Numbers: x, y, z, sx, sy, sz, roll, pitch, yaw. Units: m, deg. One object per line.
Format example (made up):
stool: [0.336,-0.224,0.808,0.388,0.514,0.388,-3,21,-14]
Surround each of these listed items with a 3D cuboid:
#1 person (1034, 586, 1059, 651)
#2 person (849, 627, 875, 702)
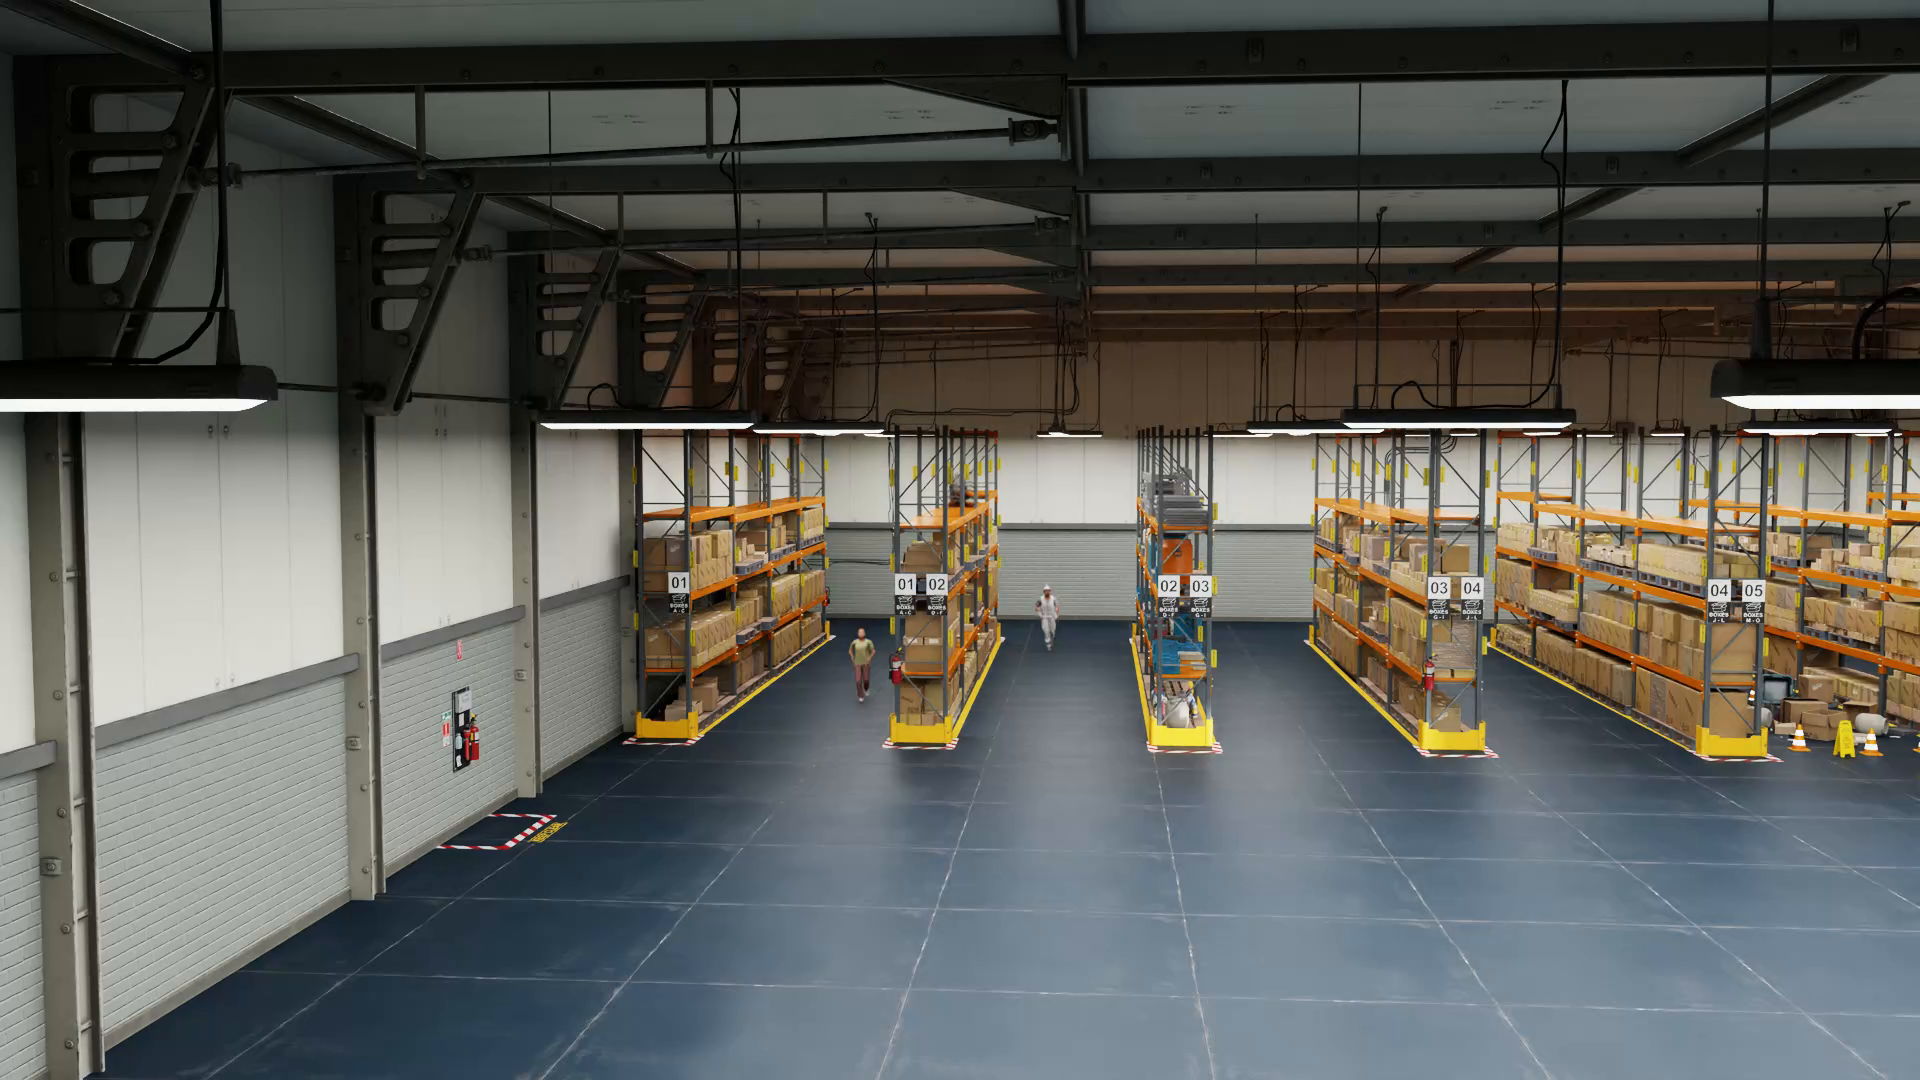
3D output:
person: [2.363,2.129,45.330,0.669,1.754,0.605,0,3,-2]
person: [-2.156,2.719,36.433,0.578,1.619,0.569,0,3,1]
